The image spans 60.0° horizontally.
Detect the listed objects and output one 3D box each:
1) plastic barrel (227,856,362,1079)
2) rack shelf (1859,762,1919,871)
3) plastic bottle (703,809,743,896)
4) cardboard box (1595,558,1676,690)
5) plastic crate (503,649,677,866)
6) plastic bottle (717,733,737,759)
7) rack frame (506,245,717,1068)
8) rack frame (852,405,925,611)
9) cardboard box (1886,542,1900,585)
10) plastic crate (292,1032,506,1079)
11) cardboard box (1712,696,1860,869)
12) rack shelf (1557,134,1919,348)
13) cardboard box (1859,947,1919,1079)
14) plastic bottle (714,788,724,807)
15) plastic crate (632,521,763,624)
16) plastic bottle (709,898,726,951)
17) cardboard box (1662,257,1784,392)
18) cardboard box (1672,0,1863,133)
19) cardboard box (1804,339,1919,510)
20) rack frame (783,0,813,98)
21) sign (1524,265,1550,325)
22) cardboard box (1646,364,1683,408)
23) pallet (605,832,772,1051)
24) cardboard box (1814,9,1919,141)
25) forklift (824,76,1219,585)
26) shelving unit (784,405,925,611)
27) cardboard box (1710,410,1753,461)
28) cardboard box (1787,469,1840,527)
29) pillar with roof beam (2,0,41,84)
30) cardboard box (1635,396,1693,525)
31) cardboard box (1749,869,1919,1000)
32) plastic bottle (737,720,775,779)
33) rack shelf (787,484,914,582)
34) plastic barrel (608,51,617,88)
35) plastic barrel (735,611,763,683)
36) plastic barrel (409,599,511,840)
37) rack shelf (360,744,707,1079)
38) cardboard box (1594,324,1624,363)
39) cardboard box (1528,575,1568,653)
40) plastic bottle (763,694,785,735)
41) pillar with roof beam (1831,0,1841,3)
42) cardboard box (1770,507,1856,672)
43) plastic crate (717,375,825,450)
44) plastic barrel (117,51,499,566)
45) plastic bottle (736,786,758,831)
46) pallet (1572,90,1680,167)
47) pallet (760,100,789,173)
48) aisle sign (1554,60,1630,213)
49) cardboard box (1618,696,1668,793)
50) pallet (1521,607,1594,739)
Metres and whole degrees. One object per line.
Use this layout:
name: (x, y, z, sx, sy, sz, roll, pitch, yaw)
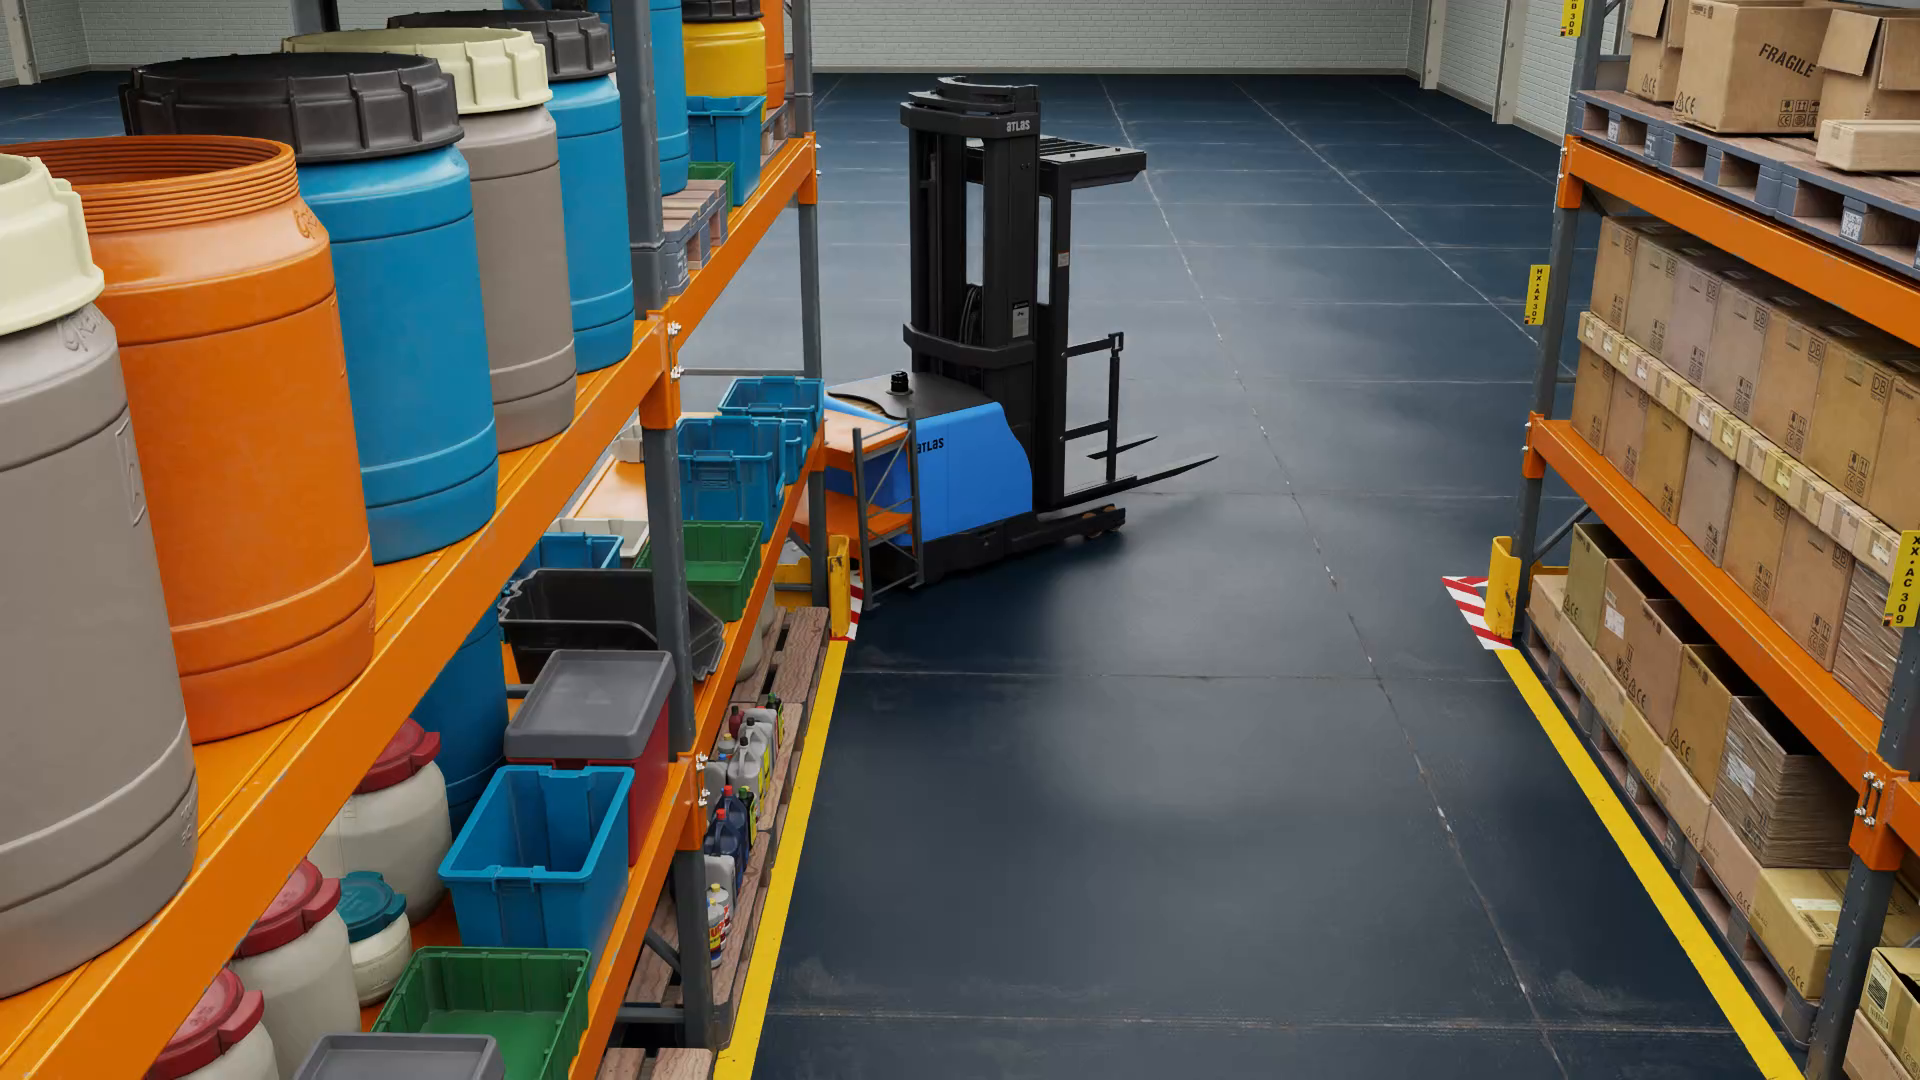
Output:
plastic barrel: (-1.669, 1.060, 3.964, 0.433, 0.535, 0.433, 0, 21, 0)
rack shelf: (3.492, 1.629, 3.680, 1.077, 0.370, 4.000, 1, 21, 2)
plastic bottle: (-0.959, 1.257, 6.697, 0.144, 0.351, 0.185, 1, 21, 3)
cardboard box: (3.420, 0.413, 8.001, 0.500, 0.500, 0.500, 1, 21, 2)
plastic crate: (-1.107, 0.663, 5.086, 0.402, 0.464, 0.583, 1, 21, 2)
plastic bottle: (-1.059, 0.983, 7.610, 0.097, 0.201, 0.097, 0, 21, 0)
rack frame: (-1.398, 0.514, 5.557, 1.000, 3.000, 0.127, 1, 21, 2)
rack frame: (-0.413, -0.184, 9.737, 0.032, 1.125, 0.500, 16, 29, 38)
cardboard box: (3.347, 0.120, 5.537, 0.380, 0.149, 0.250, 1, 21, 2)
plastic crate: (-1.165, 1.350, 3.315, 0.402, 0.464, 0.583, 1, 21, 2)
cardboard box: (3.375, 0.956, 6.603, 0.500, 0.500, 0.500, 1, 21, 2)
rack shelf: (3.614, -1.216, 6.864, 1.077, 0.370, 4.000, 1, 21, 2)
cardboard box: (3.291, 1.541, 5.355, 0.500, 0.311, 0.500, 1, 21, 2)
plastic bottle: (-0.986, 1.172, 7.025, 0.097, 0.271, 0.097, 0, 21, 0)
plastic crate: (-1.075, 0.125, 6.852, 0.450, 0.188, 0.662, 1, 21, 2)
plastic bottle: (-0.947, 1.467, 6.363, 0.097, 0.201, 0.097, 0, 21, 0)
cardboard box: (3.621, -0.967, 7.444, 0.700, 0.500, 0.500, 1, 21, 2)
cardboard box: (3.351, -1.985, 6.939, 0.500, 0.500, 0.500, 1, 21, 2)
cardboard box: (3.574, -0.425, 6.045, 0.700, 0.500, 0.500, 1, 21, 1)
rack frame: (-1.277, -3.729, 8.199, 1.000, 3.000, 0.127, 1, 21, 2)
sign: (3.120, -1.325, 8.991, 0.100, 0.325, 0.005, 1, 21, 2)
cardboard box: (3.417, -0.712, 7.684, 0.380, 0.149, 0.250, 0, 21, 0)
pallet: (-1.336, 1.572, 6.686, 1.003, 0.211, 1.213, 1, 21, 2)
cardboard box: (3.729, -1.732, 6.282, 0.797, 0.503, 0.637, 3, 21, 8)
forklift: (0.486, -1.511, 10.872, 3.031, 2.935, 1.130, -17, 27, -36)
shelving unit: (-0.799, -0.296, 10.049, 1.048, 1.125, 0.538, 16, 29, 38)
cardboard box: (3.392, -0.435, 6.968, 0.380, 0.149, 0.250, 1, 21, 3)
cardboard box: (3.369, -0.159, 6.256, 0.380, 0.149, 0.250, 1, 21, 2)
pillar with roof beam: (-16.801, -14.504, 35.968, 9.100, 9.000, 0.400, 1, 21, 2)
cardboard box: (3.615, -0.385, 7.736, 0.700, 0.500, 0.500, 1, 21, 2)
cardboard box: (3.348, 1.486, 6.273, 0.500, 0.250, 0.500, 1, 21, 2)
plastic bottle: (-0.934, 0.942, 7.610, 0.152, 0.276, 0.135, 0, 21, 0)
rack shelf: (-0.789, -0.070, 10.142, 1.000, 0.278, 0.538, 16, 29, 38)
plastic barrel: (-1.189, -1.286, 5.314, 0.421, 0.512, 0.421, 0, 21, 0)
plastic barrel: (-1.235, 0.452, 8.576, 0.421, 0.512, 0.421, 0, 21, 0)
plastic barrel: (-1.713, 0.417, 5.115, 0.600, 0.901, 0.708, 1, 21, 2)
rack shelf: (-1.459, 1.573, 3.824, 1.077, 0.370, 4.000, 1, 21, 2)
cardboard box: (3.442, -0.990, 8.399, 0.380, 0.149, 0.250, 0, 21, 0)
cardboard box: (3.436, 0.401, 9.069, 0.500, 0.250, 0.500, 1, 21, 2)
plastic bottle: (-0.894, 0.836, 7.987, 0.097, 0.201, 0.097, 0, 21, 0)
pillar with roof beam: (5.531, -7.743, 18.546, 9.100, 9.000, 0.400, 1, 21, 2)
cardboard box: (3.569, 0.172, 6.300, 0.700, 0.500, 0.500, 0, 21, 1)
plastic crate: (-0.993, -0.679, 8.837, 0.499, 0.251, 0.616, 1, 21, 2)
plastic barrel: (-1.237, -0.459, 3.225, 0.600, 0.901, 0.708, 1, 21, 2)
plastic bottle: (-0.921, 1.156, 7.163, 0.097, 0.201, 0.097, 0, 21, 0)
pallet: (3.627, -1.978, 7.956, 1.003, 0.211, 1.213, 1, 21, 2)
pallet: (-1.399, -1.944, 8.008, 1.003, 0.211, 1.213, 1, 21, 2)
aisle sign: (3.370, -2.115, 8.740, 0.394, 0.787, 0.004, 1, 21, 2)
cardboard box: (3.388, 0.944, 7.671, 0.500, 0.250, 0.500, 1, 21, 2)
pallet: (3.693, 0.701, 8.931, 1.003, 0.211, 1.213, 1, 21, 2)
